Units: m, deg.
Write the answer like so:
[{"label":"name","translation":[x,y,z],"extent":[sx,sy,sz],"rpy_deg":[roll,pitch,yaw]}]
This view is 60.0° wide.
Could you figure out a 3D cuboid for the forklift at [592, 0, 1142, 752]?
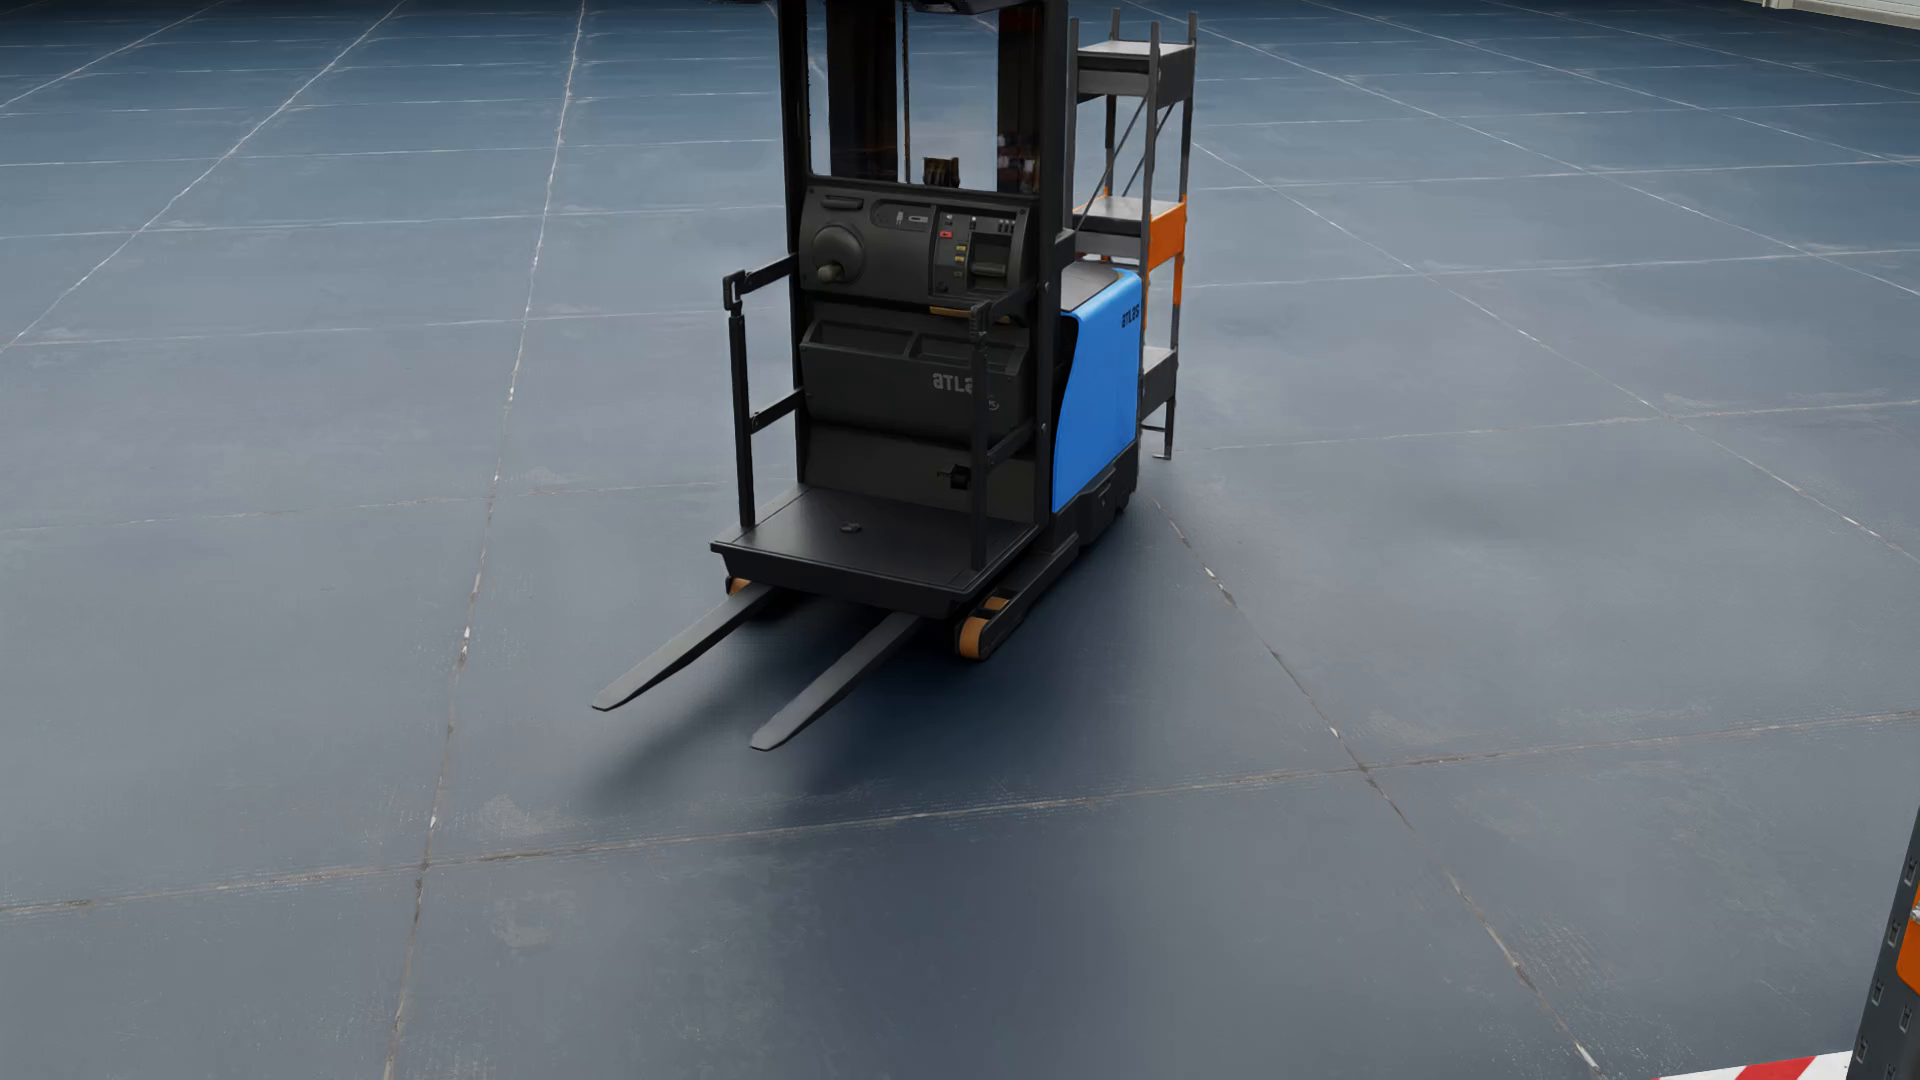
[{"label":"forklift","translation":[-0.269,-1.087,6.078],"extent":[1.130,2.935,3.031],"rpy_deg":[11,26,23]}]

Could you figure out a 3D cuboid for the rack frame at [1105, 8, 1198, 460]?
[{"label":"rack frame","translation":[0.861,-1.397,7.826],"extent":[0.400,2.100,0.015],"rpy_deg":[11,25,24]}]

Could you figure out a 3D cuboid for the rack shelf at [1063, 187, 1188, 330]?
[{"label":"rack shelf","translation":[0.754,-1.300,7.629],"extent":[0.431,0.518,0.480],"rpy_deg":[11,25,24]}]

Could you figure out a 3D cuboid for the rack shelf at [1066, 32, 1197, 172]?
[{"label":"rack shelf","translation":[0.758,-1.945,7.356],"extent":[0.431,0.518,0.480],"rpy_deg":[11,25,24]}]

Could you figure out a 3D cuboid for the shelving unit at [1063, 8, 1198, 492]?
[{"label":"shelving unit","translation":[0.754,-1.313,7.623],"extent":[0.431,2.100,0.503],"rpy_deg":[11,25,24]}]

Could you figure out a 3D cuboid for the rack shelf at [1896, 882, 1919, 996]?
[{"label":"rack shelf","translation":[2.586,1.373,1.258],"extent":[1.077,0.370,4.000],"rpy_deg":[-4,24,-10]}]

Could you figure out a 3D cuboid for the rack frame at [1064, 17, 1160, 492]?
[{"label":"rack frame","translation":[0.646,-1.228,7.421],"extent":[0.400,2.100,0.015],"rpy_deg":[11,25,24]}]

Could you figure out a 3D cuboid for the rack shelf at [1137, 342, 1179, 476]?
[{"label":"rack shelf","translation":[0.750,-0.655,7.901],"extent":[0.431,0.518,0.480],"rpy_deg":[11,25,24]}]

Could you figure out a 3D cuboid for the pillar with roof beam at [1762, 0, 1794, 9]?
[{"label":"pillar with roof beam","translation":[9.130,-12.503,24.634],"extent":[9.100,9.000,0.400],"rpy_deg":[-4,24,-10]}]
